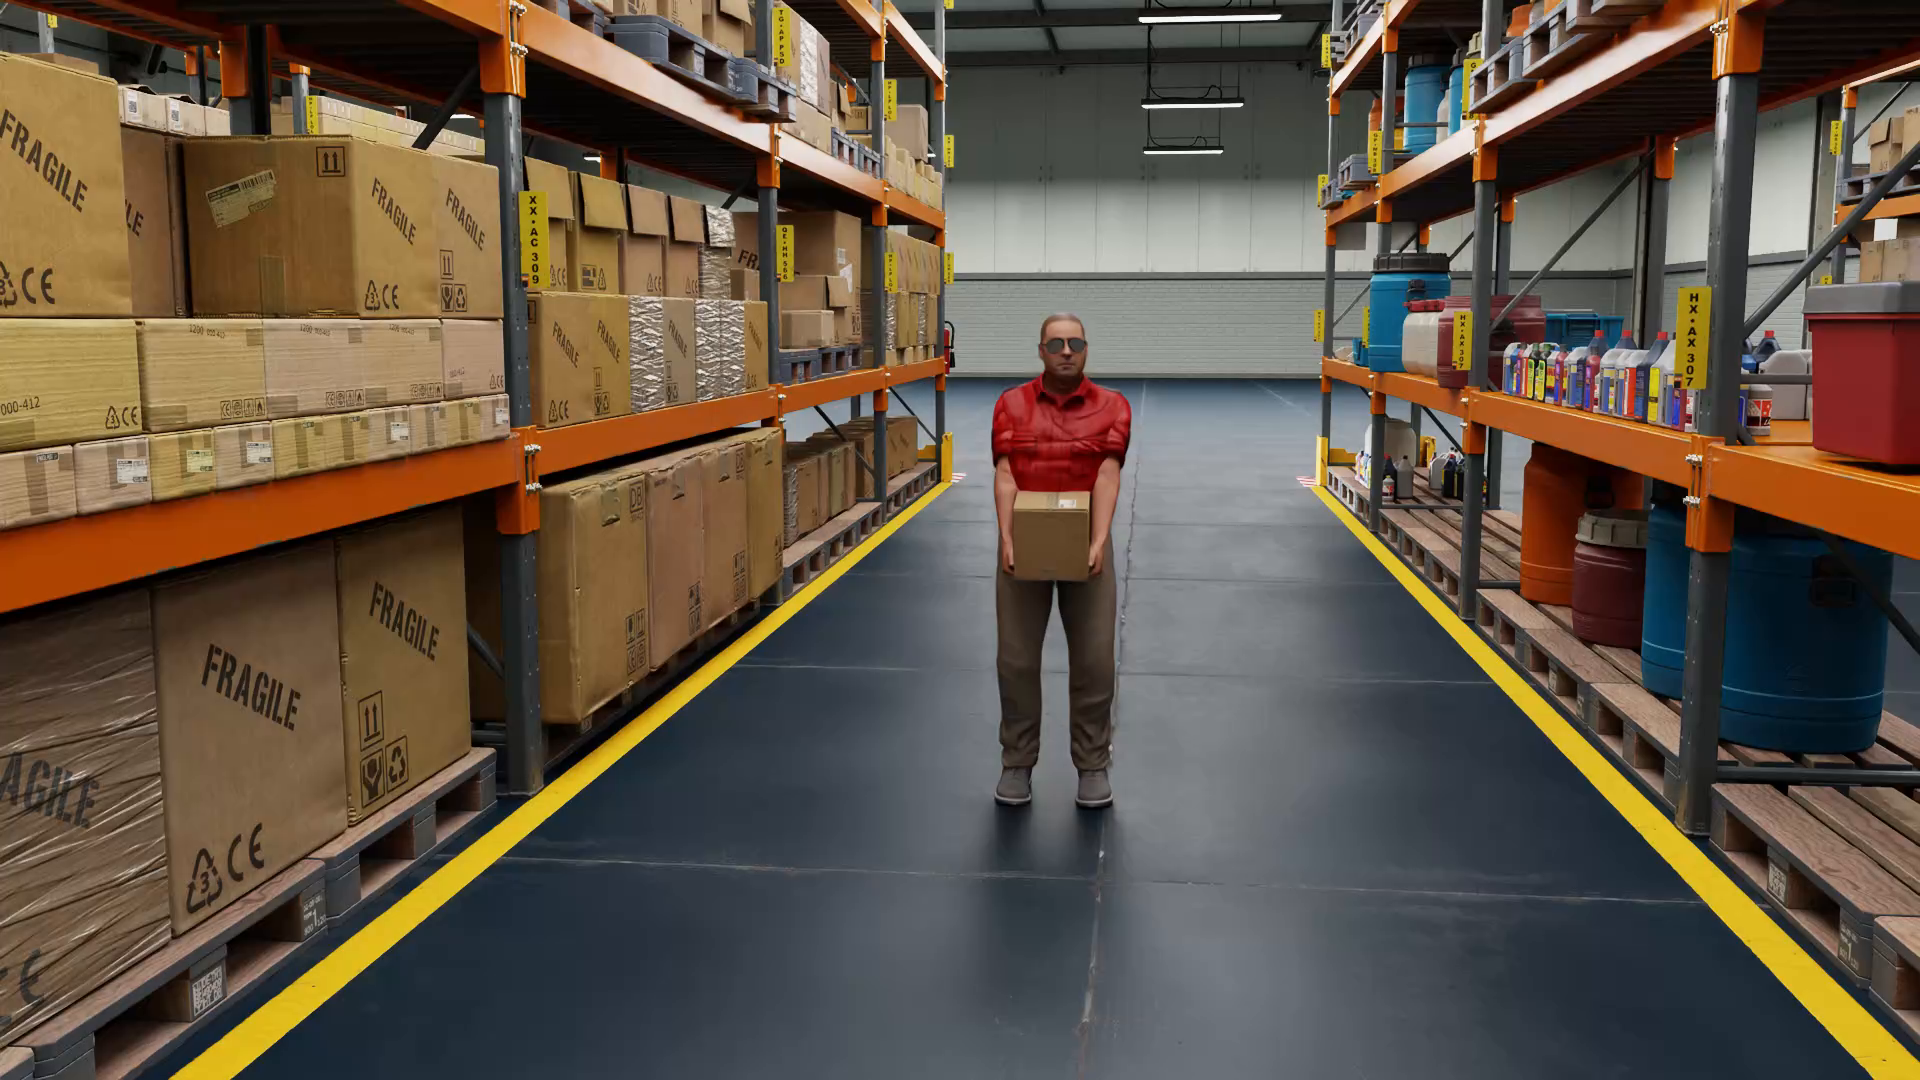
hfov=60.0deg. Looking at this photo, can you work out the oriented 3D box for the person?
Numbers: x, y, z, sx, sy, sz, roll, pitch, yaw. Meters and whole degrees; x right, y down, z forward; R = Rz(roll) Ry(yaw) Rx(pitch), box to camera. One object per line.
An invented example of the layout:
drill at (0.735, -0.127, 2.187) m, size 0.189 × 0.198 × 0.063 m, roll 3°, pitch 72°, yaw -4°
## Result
person at (0.348, 0.076, 5.816) m, size 0.490 × 1.726 × 0.548 m, roll 1°, pitch 8°, yaw 5°
